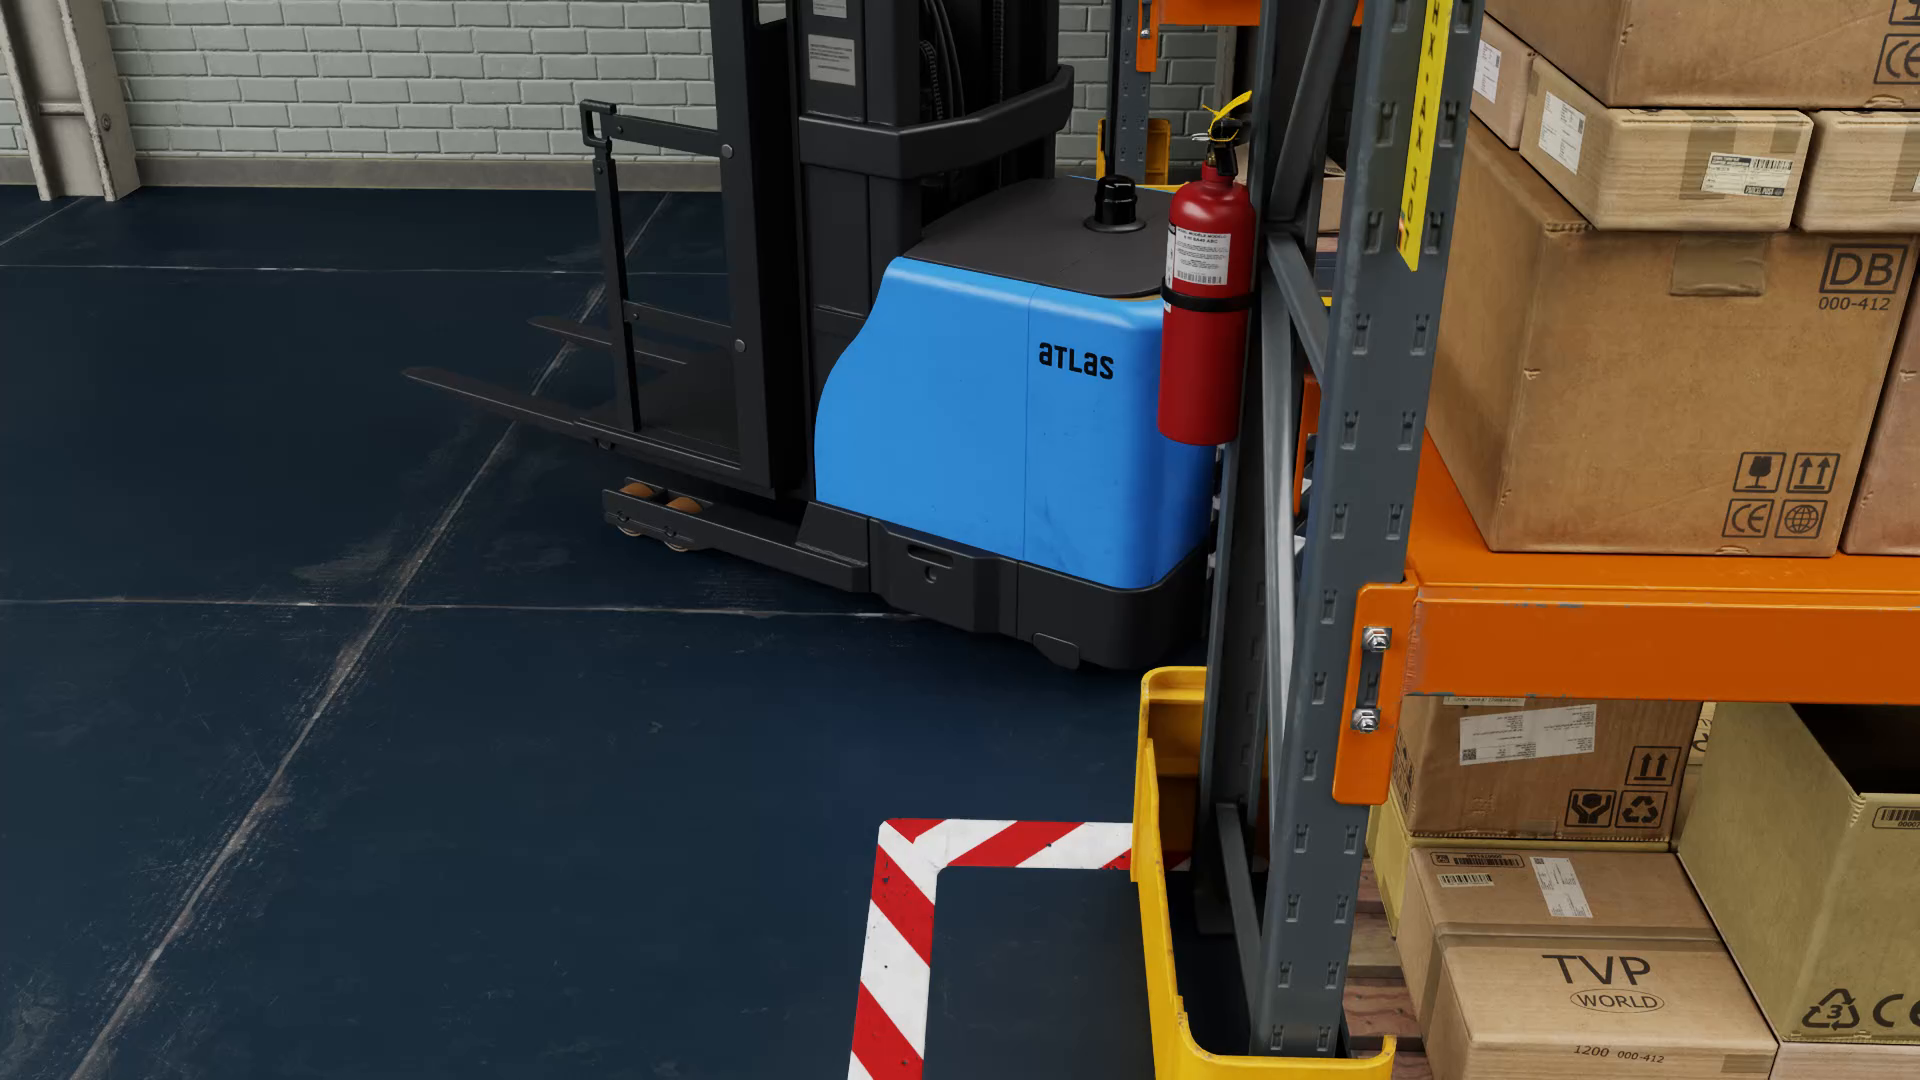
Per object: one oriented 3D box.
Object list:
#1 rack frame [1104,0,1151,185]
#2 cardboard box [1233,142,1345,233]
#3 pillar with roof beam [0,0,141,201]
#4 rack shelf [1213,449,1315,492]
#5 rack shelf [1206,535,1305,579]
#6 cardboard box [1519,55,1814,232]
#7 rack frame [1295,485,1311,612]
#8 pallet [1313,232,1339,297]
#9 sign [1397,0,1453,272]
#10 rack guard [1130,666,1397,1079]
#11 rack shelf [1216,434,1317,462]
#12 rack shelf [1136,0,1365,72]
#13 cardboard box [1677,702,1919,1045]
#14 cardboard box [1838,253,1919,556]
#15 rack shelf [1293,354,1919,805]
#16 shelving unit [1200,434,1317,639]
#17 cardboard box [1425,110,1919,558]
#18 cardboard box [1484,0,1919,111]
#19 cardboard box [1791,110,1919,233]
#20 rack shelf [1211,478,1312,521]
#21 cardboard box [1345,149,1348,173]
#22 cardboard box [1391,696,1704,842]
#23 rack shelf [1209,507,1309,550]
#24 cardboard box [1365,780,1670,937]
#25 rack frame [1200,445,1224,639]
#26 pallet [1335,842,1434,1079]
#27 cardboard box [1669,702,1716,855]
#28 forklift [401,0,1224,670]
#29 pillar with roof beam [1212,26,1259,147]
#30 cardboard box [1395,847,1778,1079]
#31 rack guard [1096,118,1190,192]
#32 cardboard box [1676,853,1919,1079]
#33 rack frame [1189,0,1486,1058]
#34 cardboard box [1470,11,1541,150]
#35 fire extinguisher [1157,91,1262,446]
[{"bbox_3d":[0.742,-2.648,7.042,0.127,3.000,1.000,1,28,2],"label":"rack frame"},{"bbox_3d":[1.431,-1.601,7.468,0.500,0.311,0.500,-2,28,-4],"label":"cardboard box"},{"bbox_3d":[-4.676,-3.776,2.765,0.400,9.000,9.100,1,28,2],"label":"pillar with roof beam"},{"bbox_3d":[0.835,-0.189,4.525,0.200,0.077,0.258,16,32,28],"label":"rack shelf"},{"bbox_3d":[0.835,0.049,4.651,0.200,0.077,0.258,16,32,28],"label":"rack shelf"},{"bbox_3d":[0.956,-0.553,2.290,0.250,0.149,0.380,1,28,1],"label":"cardboard box"},{"bbox_3d":[0.921,-0.114,4.504,0.006,0.900,0.240,16,32,28],"label":"rack frame"},{"bbox_3d":[1.629,-1.385,7.637,1.213,0.211,1.003,1,28,2],"label":"pallet"},{"bbox_3d":[0.546,-0.487,1.957,0.005,0.325,0.100,1,28,2],"label":"sign"},{"bbox_3d":[0.547,0.775,3.254,0.348,0.500,1.175,1,28,2],"label":"rack guard"},{"bbox_3d":[0.835,-0.269,4.483,0.200,0.077,0.258,16,32,28],"label":"rack shelf"},{"bbox_3d":[2.741,-2.297,7.148,4.000,0.370,1.077,1,28,2],"label":"rack shelf"},{"bbox_3d":[1.599,0.489,2.811,0.500,0.500,0.500,1,28,2],"label":"cardboard box"},{"bbox_3d":[1.562,-0.353,2.607,0.500,0.500,0.700,2,28,3],"label":"cardboard box"},{"bbox_3d":[2.570,0.022,2.774,4.000,0.370,1.077,1,28,2],"label":"rack shelf"},{"bbox_3d":[0.835,-0.139,4.551,0.210,0.900,0.258,16,32,28],"label":"shelving unit"},{"bbox_3d":[1.037,-0.360,2.619,0.500,0.500,0.700,1,28,2],"label":"cardboard box"},{"bbox_3d":[1.090,-0.932,2.313,0.500,0.500,0.700,1,28,2],"label":"cardboard box"},{"bbox_3d":[1.220,-0.549,2.285,0.250,0.149,0.380,0,28,0],"label":"cardboard box"},{"bbox_3d":[0.835,-0.110,4.567,0.200,0.077,0.258,16,32,28],"label":"rack shelf"},{"bbox_3d":[2.000,-1.591,7.450,0.500,0.311,0.500,3,28,6],"label":"cardboard box"},{"bbox_3d":[1.118,0.238,3.284,0.500,0.500,0.500,1,28,2],"label":"cardboard box"},{"bbox_3d":[0.835,-0.030,4.609,0.200,0.077,0.258,16,32,28],"label":"rack shelf"},{"bbox_3d":[1.118,0.571,3.458,0.500,0.250,0.500,1,28,2],"label":"cardboard box"},{"bbox_3d":[0.749,-0.164,4.599,0.006,0.900,0.240,16,32,28],"label":"rack frame"},{"bbox_3d":[1.337,0.896,3.334,1.213,0.211,1.003,1,28,2],"label":"pallet"},{"bbox_3d":[1.618,0.573,3.453,0.500,0.250,0.500,1,28,2],"label":"cardboard box"},{"bbox_3d":[-0.527,-1.450,4.856,3.031,2.935,1.130,16,32,28],"label":"forklift"},{"bbox_3d":[1.320,-3.677,2.578,0.400,9.000,9.100,1,28,2],"label":"pillar with roof beam"},{"bbox_3d":[1.099,0.813,3.001,0.500,0.250,0.500,1,28,2],"label":"cardboard box"},{"bbox_3d":[0.818,-1.542,7.625,0.348,0.500,1.175,1,28,2],"label":"rack guard"},{"bbox_3d":[1.599,0.820,2.988,0.500,0.250,0.500,1,28,2],"label":"cardboard box"},{"bbox_3d":[0.571,-0.329,2.668,0.127,3.000,1.000,1,28,2],"label":"rack frame"},{"bbox_3d":[0.960,-0.743,2.649,0.250,0.149,0.380,0,28,1],"label":"cardboard box"},{"bbox_3d":[0.469,-0.514,3.100,0.183,0.674,0.296,1,28,2],"label":"fire extinguisher"}]
